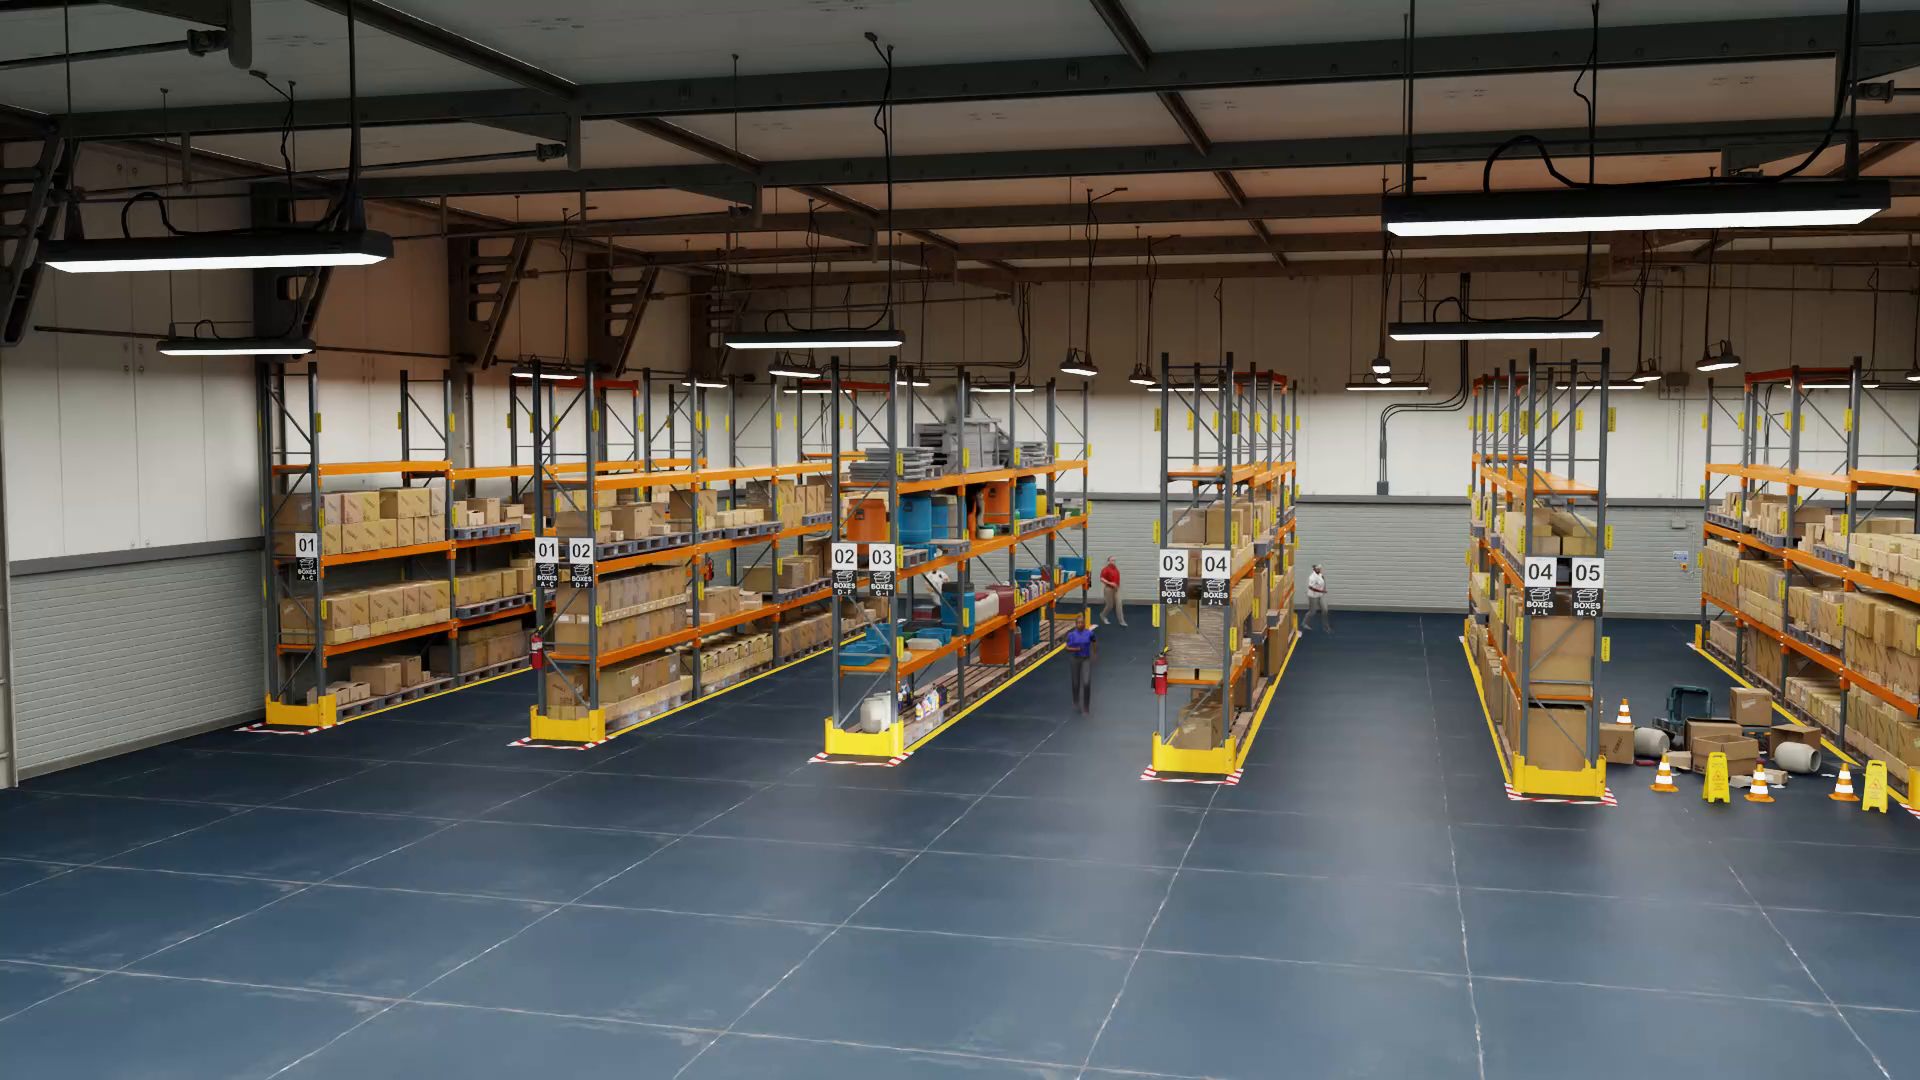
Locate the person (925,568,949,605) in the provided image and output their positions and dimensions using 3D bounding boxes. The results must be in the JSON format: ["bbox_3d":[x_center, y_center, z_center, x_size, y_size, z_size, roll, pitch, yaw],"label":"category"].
[{"bbox_3d":[-0.521,1.329,40.972,0.687,1.585,0.537,0,4,0],"label":"person"}]

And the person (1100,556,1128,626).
[{"bbox_3d":[3.729,1.262,40.893,0.671,1.734,0.906,-3,5,-39],"label":"person"}]

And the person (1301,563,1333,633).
[{"bbox_3d":[8.495,1.385,39.807,0.600,1.694,0.802,-3,5,-38],"label":"person"}]

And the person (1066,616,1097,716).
[{"bbox_3d":[2.096,2.175,28.677,0.540,1.747,0.786,0,4,3],"label":"person"}]
